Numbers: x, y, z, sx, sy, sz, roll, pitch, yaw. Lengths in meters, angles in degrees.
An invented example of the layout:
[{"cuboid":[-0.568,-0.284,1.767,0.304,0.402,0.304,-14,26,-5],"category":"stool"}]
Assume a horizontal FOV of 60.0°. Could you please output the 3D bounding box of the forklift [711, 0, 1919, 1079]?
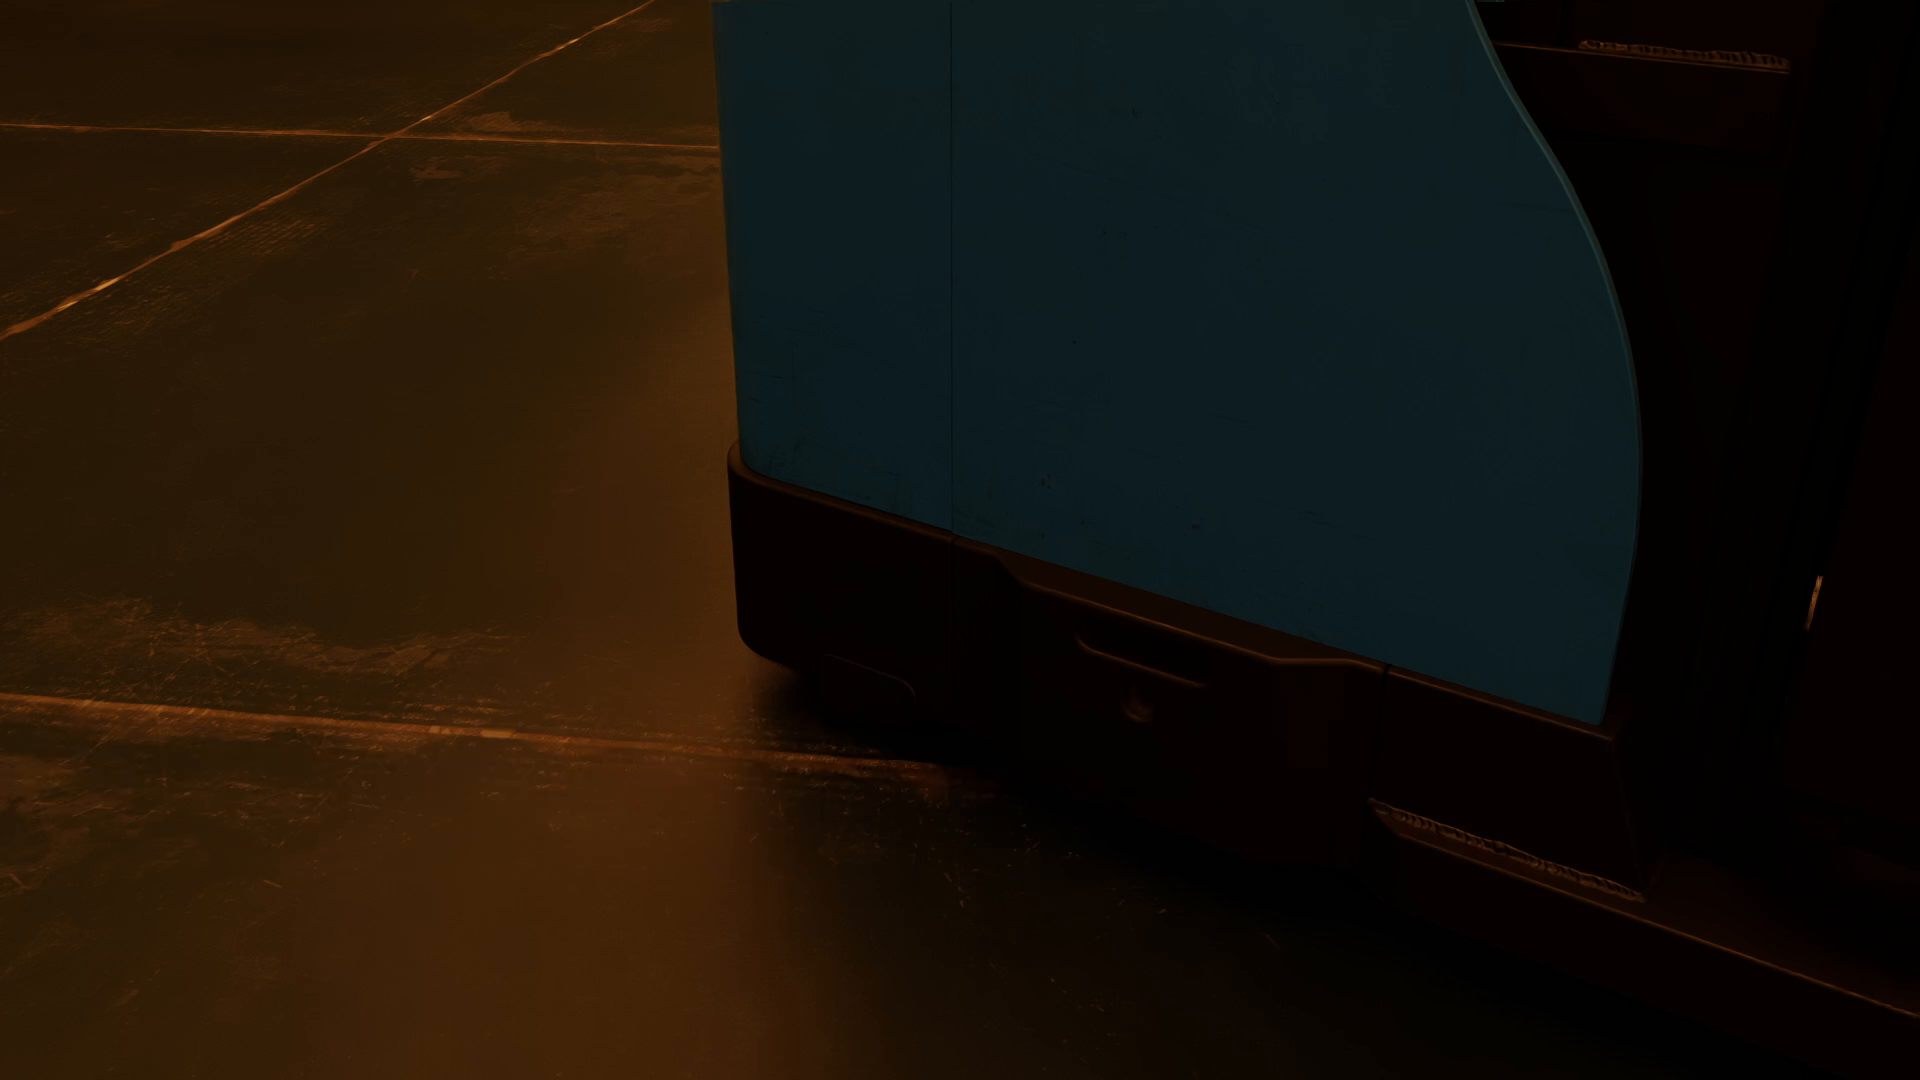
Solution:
[{"cuboid":[1.226,-0.943,1.108,3.031,2.935,1.130,17,31,30],"category":"forklift"}]
